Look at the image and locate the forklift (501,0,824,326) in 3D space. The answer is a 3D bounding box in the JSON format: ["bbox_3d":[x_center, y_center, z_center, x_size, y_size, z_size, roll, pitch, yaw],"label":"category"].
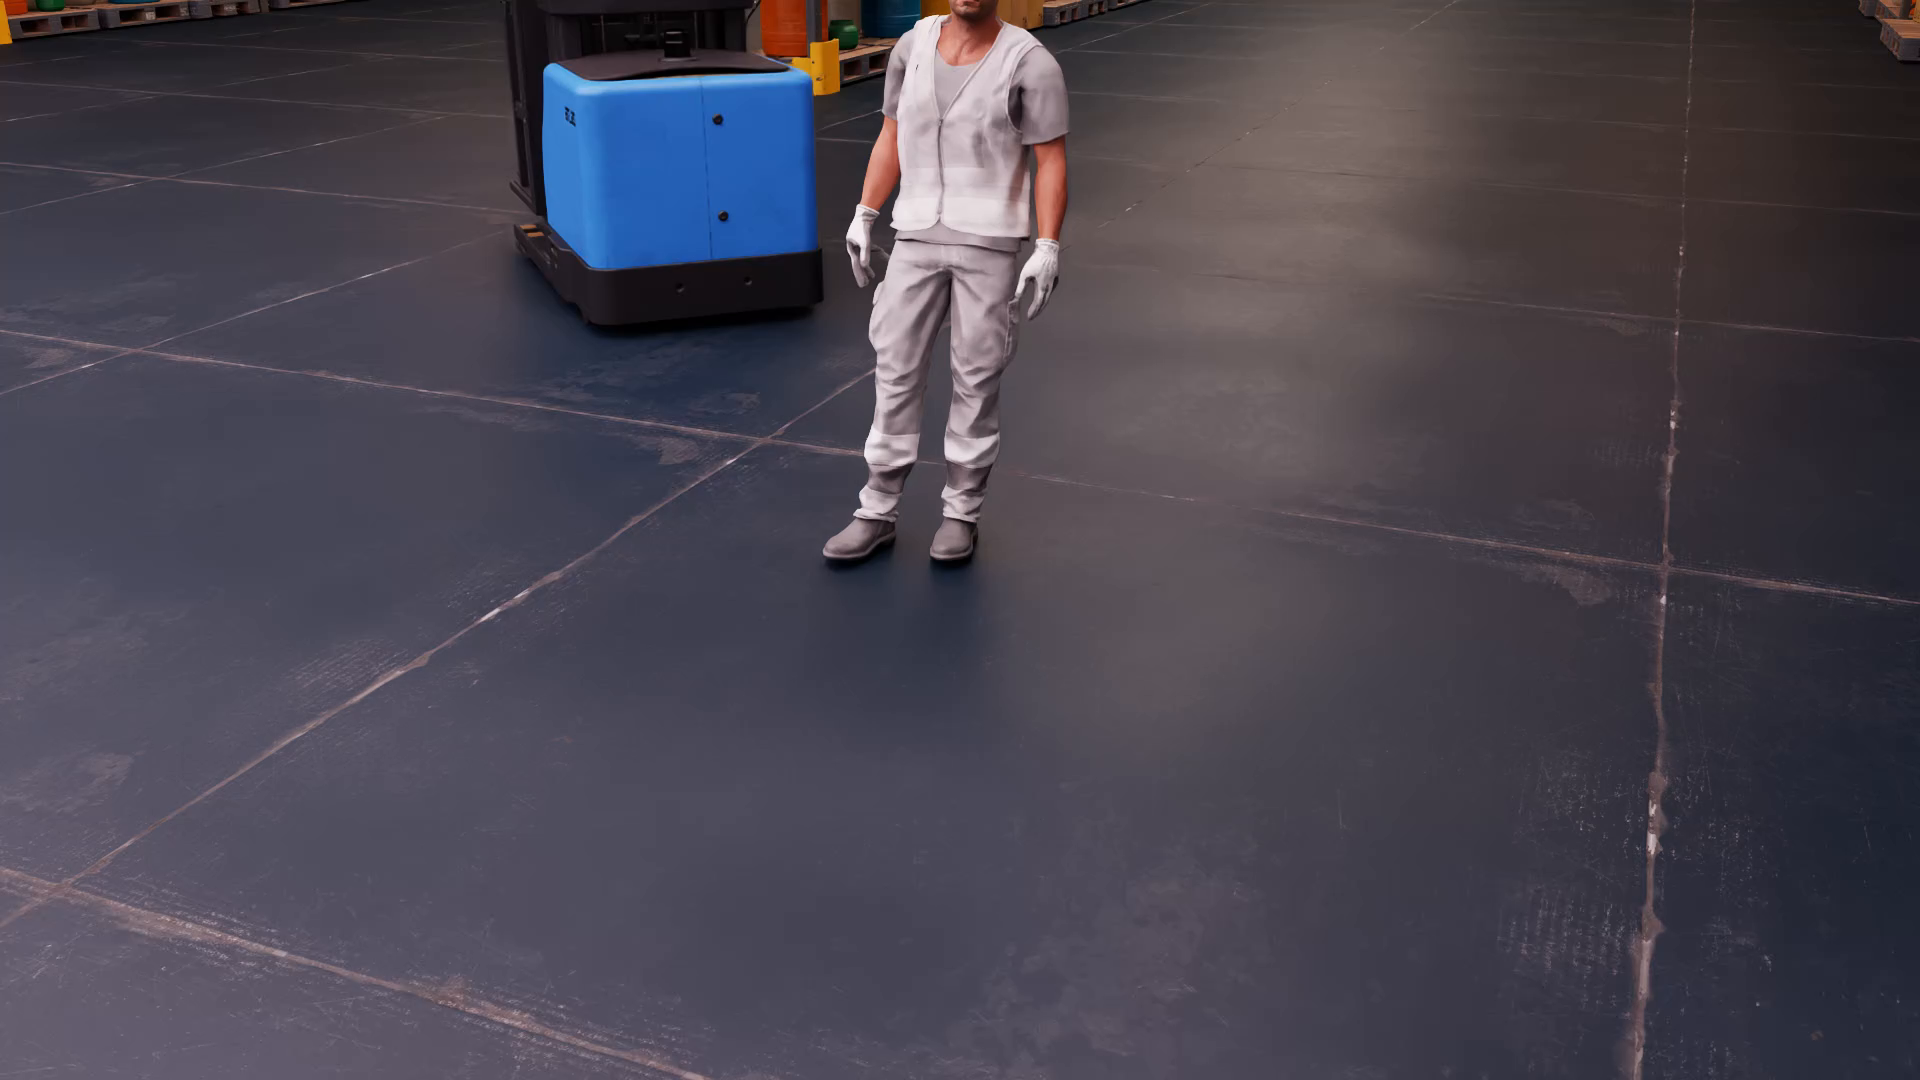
[{"bbox_3d":[-1.658,-2.804,8.002,1.130,2.935,3.031,-9,24,-21],"label":"forklift"}]

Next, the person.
[{"bbox_3d":[-0.042,-0.805,4.680,0.637,1.790,0.562,9,24,21],"label":"person"}]
